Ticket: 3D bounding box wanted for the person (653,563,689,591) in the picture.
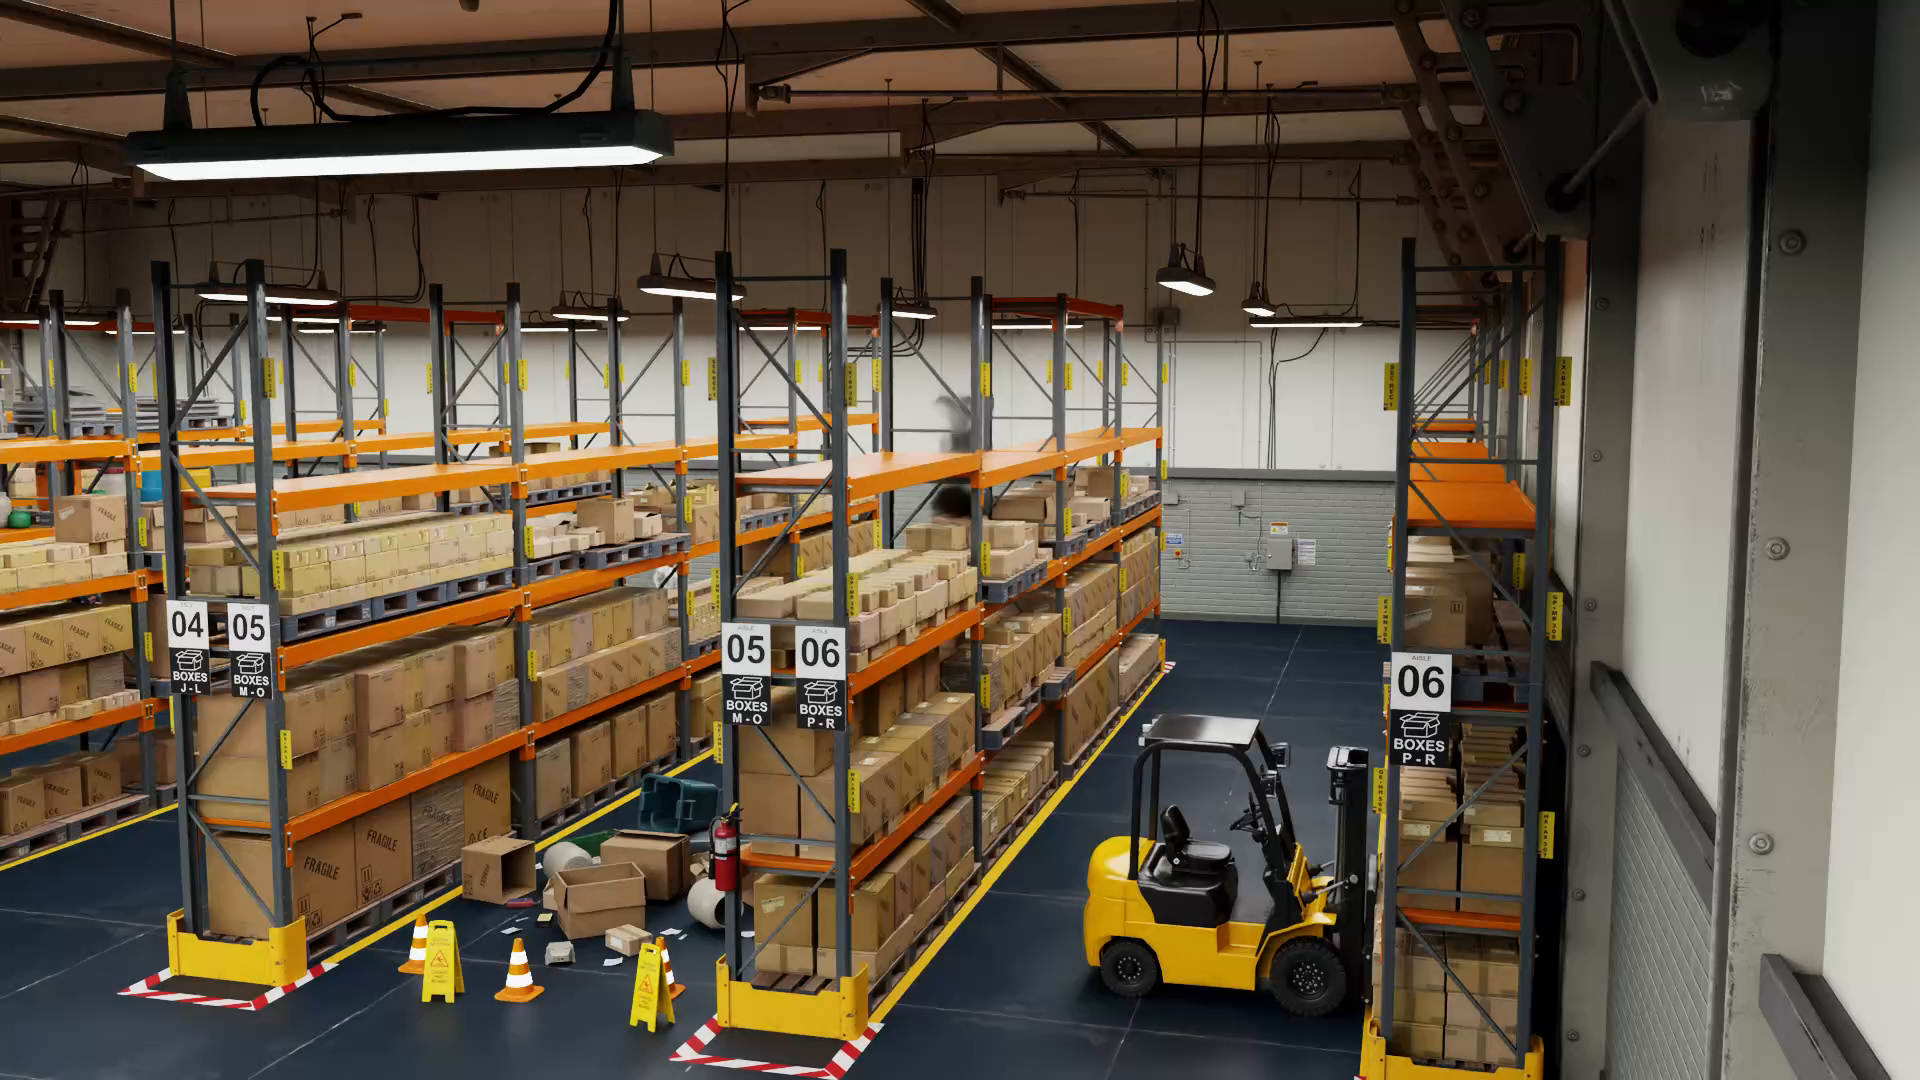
[{"bbox_3d":[-5.332,1.055,30.888,0.627,1.728,0.809,-3,7,-28],"label":"person"}]
